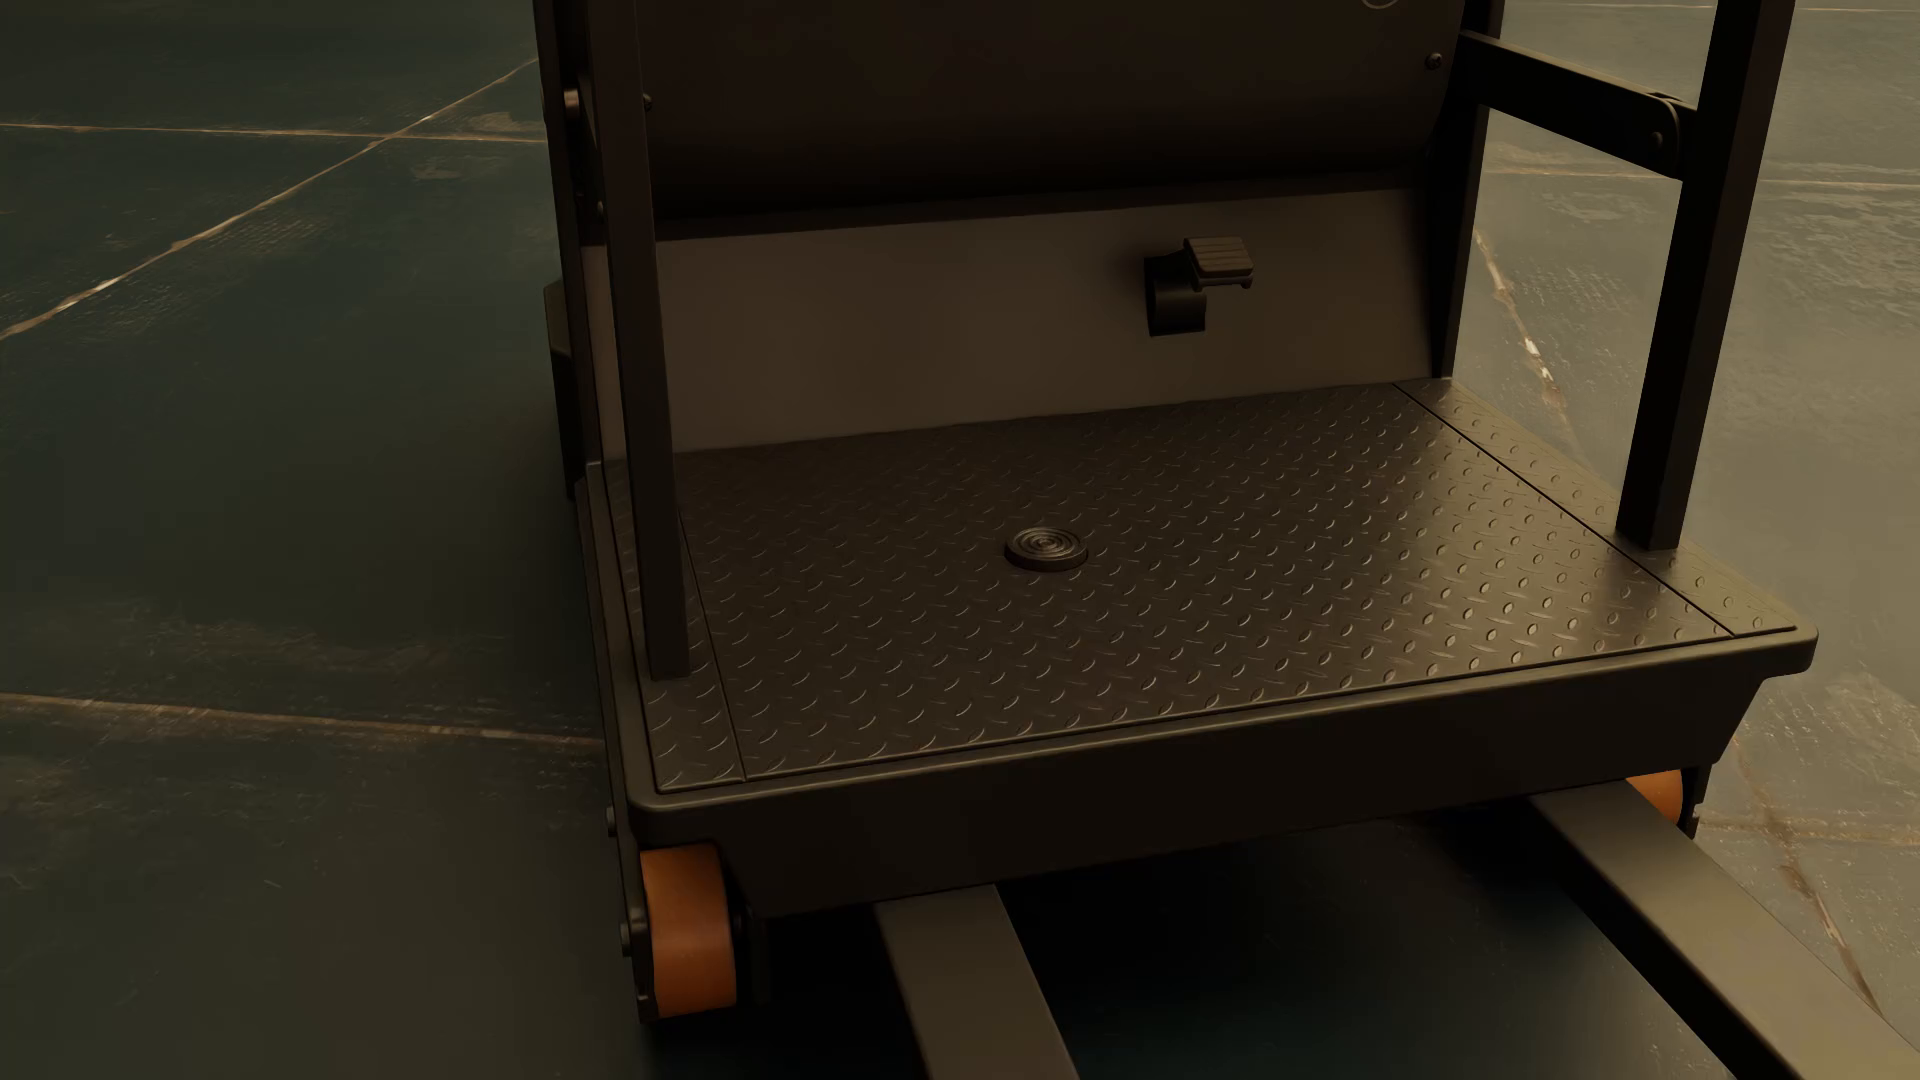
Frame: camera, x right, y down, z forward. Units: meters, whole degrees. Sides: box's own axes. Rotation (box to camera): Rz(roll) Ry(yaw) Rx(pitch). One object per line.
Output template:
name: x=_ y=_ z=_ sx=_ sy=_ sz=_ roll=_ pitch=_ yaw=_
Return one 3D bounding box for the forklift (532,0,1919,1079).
forklift: x=0.153 y=-1.049 z=1.319 sx=1.130 sy=2.935 sz=3.031 roll=-7 pitch=27 yaw=-13
